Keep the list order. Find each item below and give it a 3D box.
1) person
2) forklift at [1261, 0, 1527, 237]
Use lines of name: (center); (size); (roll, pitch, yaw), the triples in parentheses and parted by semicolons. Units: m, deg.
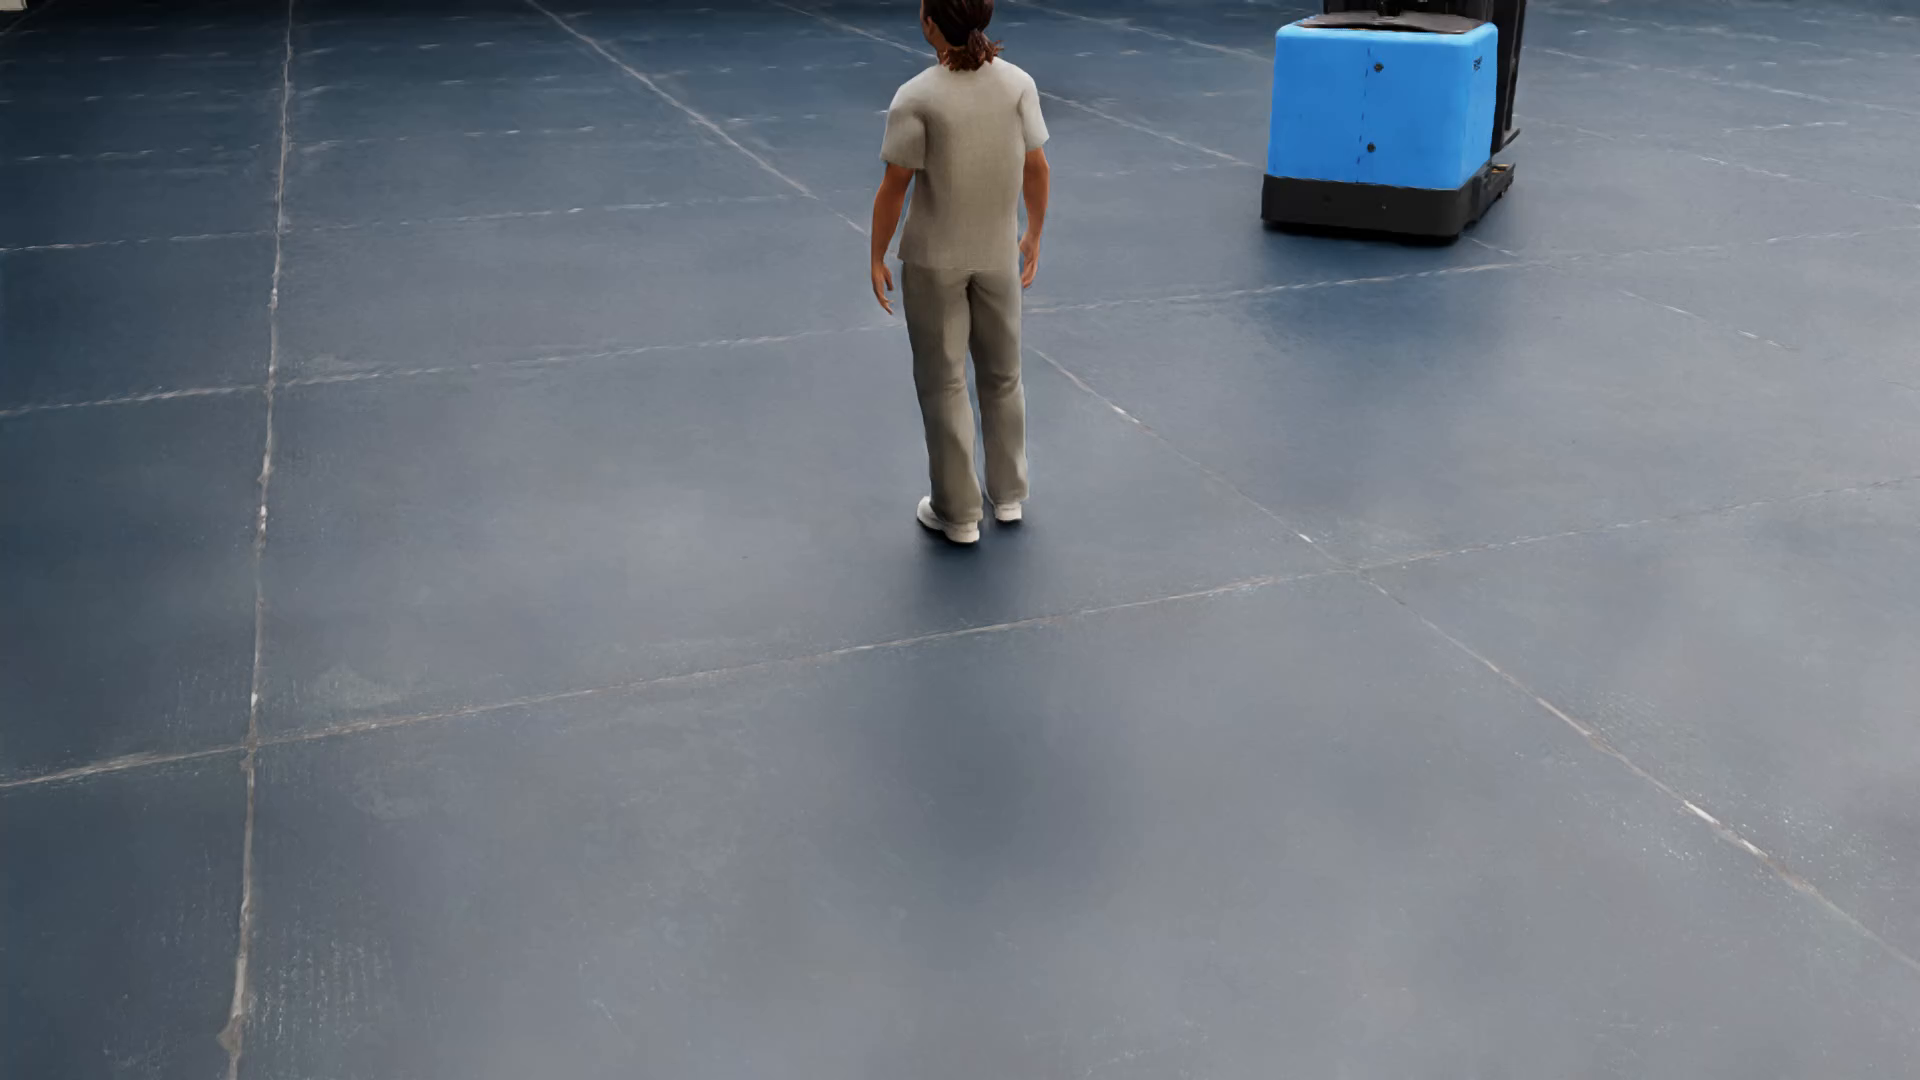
person: (-0.013, -0.808, 4.820); (0.550, 1.674, 0.548); (-8, 24, -18)
forklift: (2.734, -3.474, 9.559); (1.130, 2.935, 3.031); (10, 25, 23)
